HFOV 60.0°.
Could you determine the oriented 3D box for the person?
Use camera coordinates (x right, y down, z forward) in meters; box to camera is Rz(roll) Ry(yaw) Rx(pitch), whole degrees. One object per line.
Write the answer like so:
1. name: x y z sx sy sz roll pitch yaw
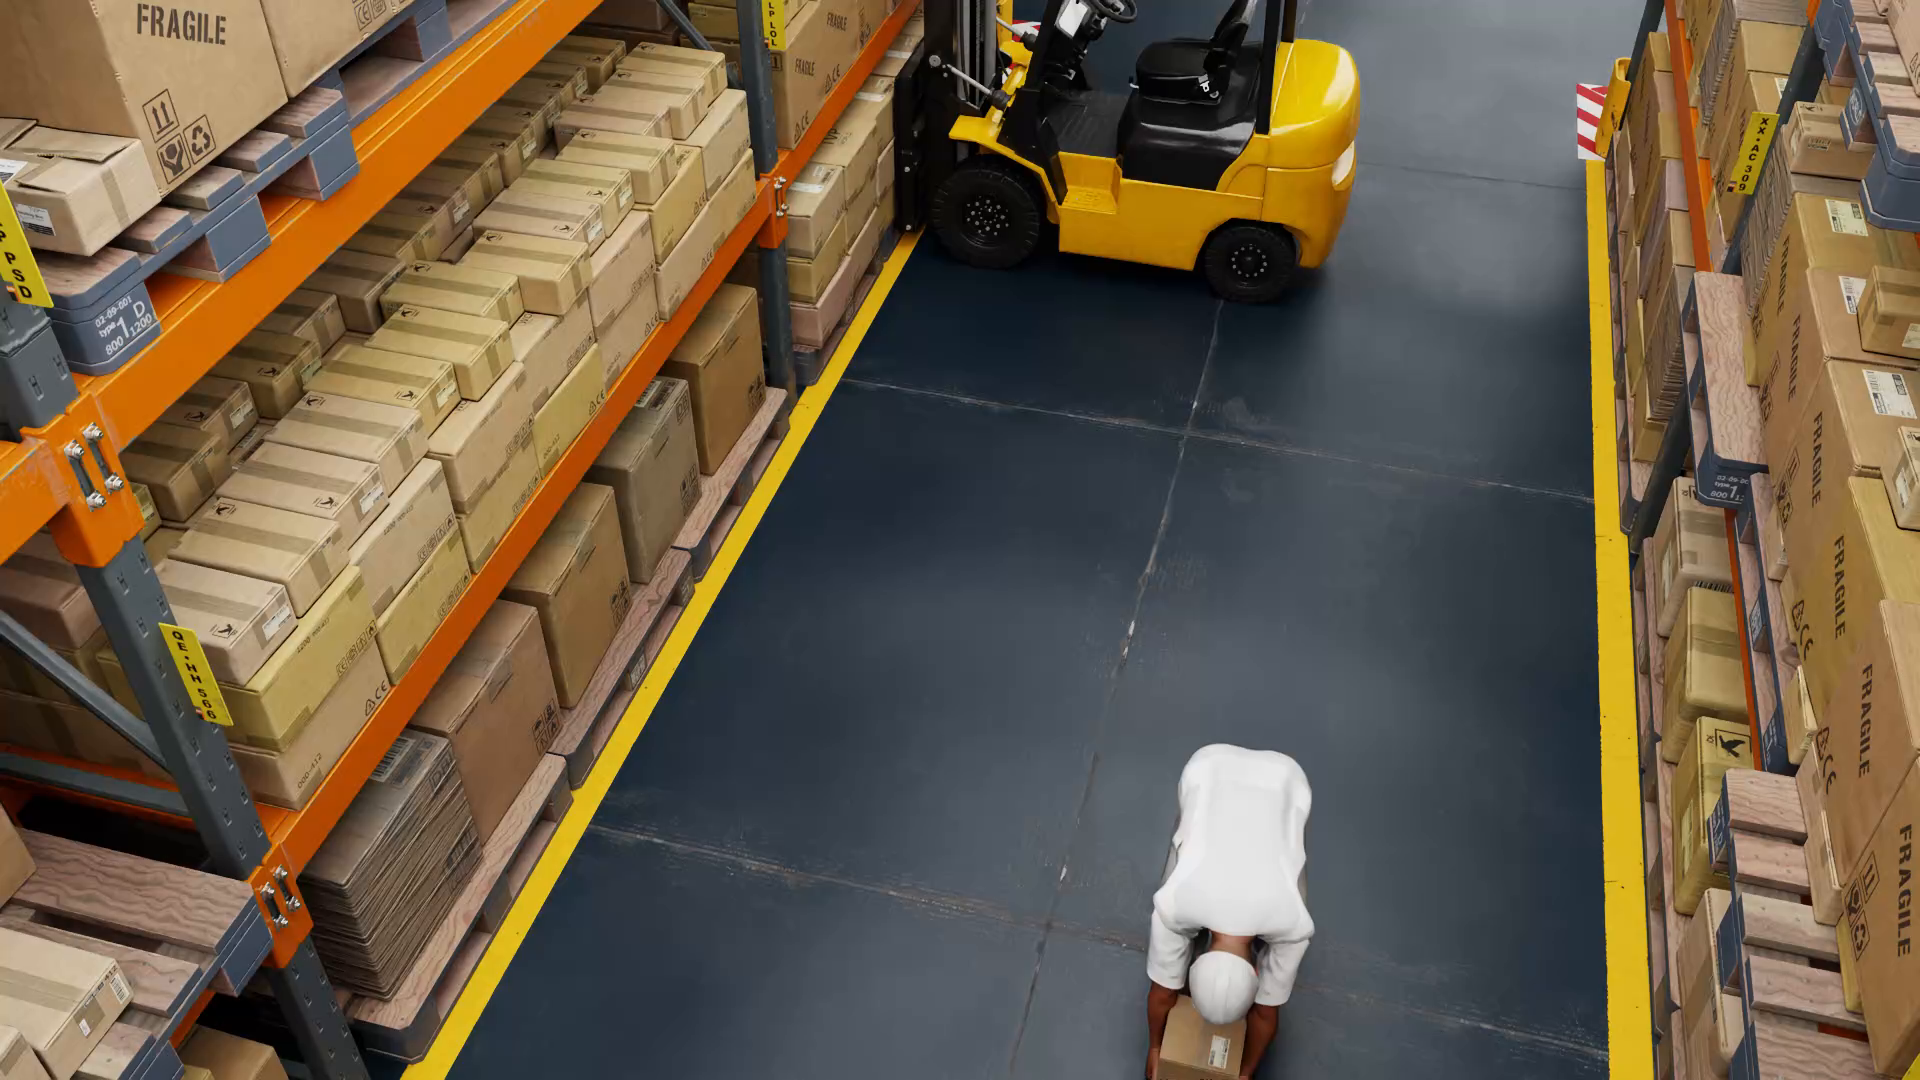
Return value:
1. person: 0.871 1.235 5.364 0.501 0.915 0.976 8 41 9
